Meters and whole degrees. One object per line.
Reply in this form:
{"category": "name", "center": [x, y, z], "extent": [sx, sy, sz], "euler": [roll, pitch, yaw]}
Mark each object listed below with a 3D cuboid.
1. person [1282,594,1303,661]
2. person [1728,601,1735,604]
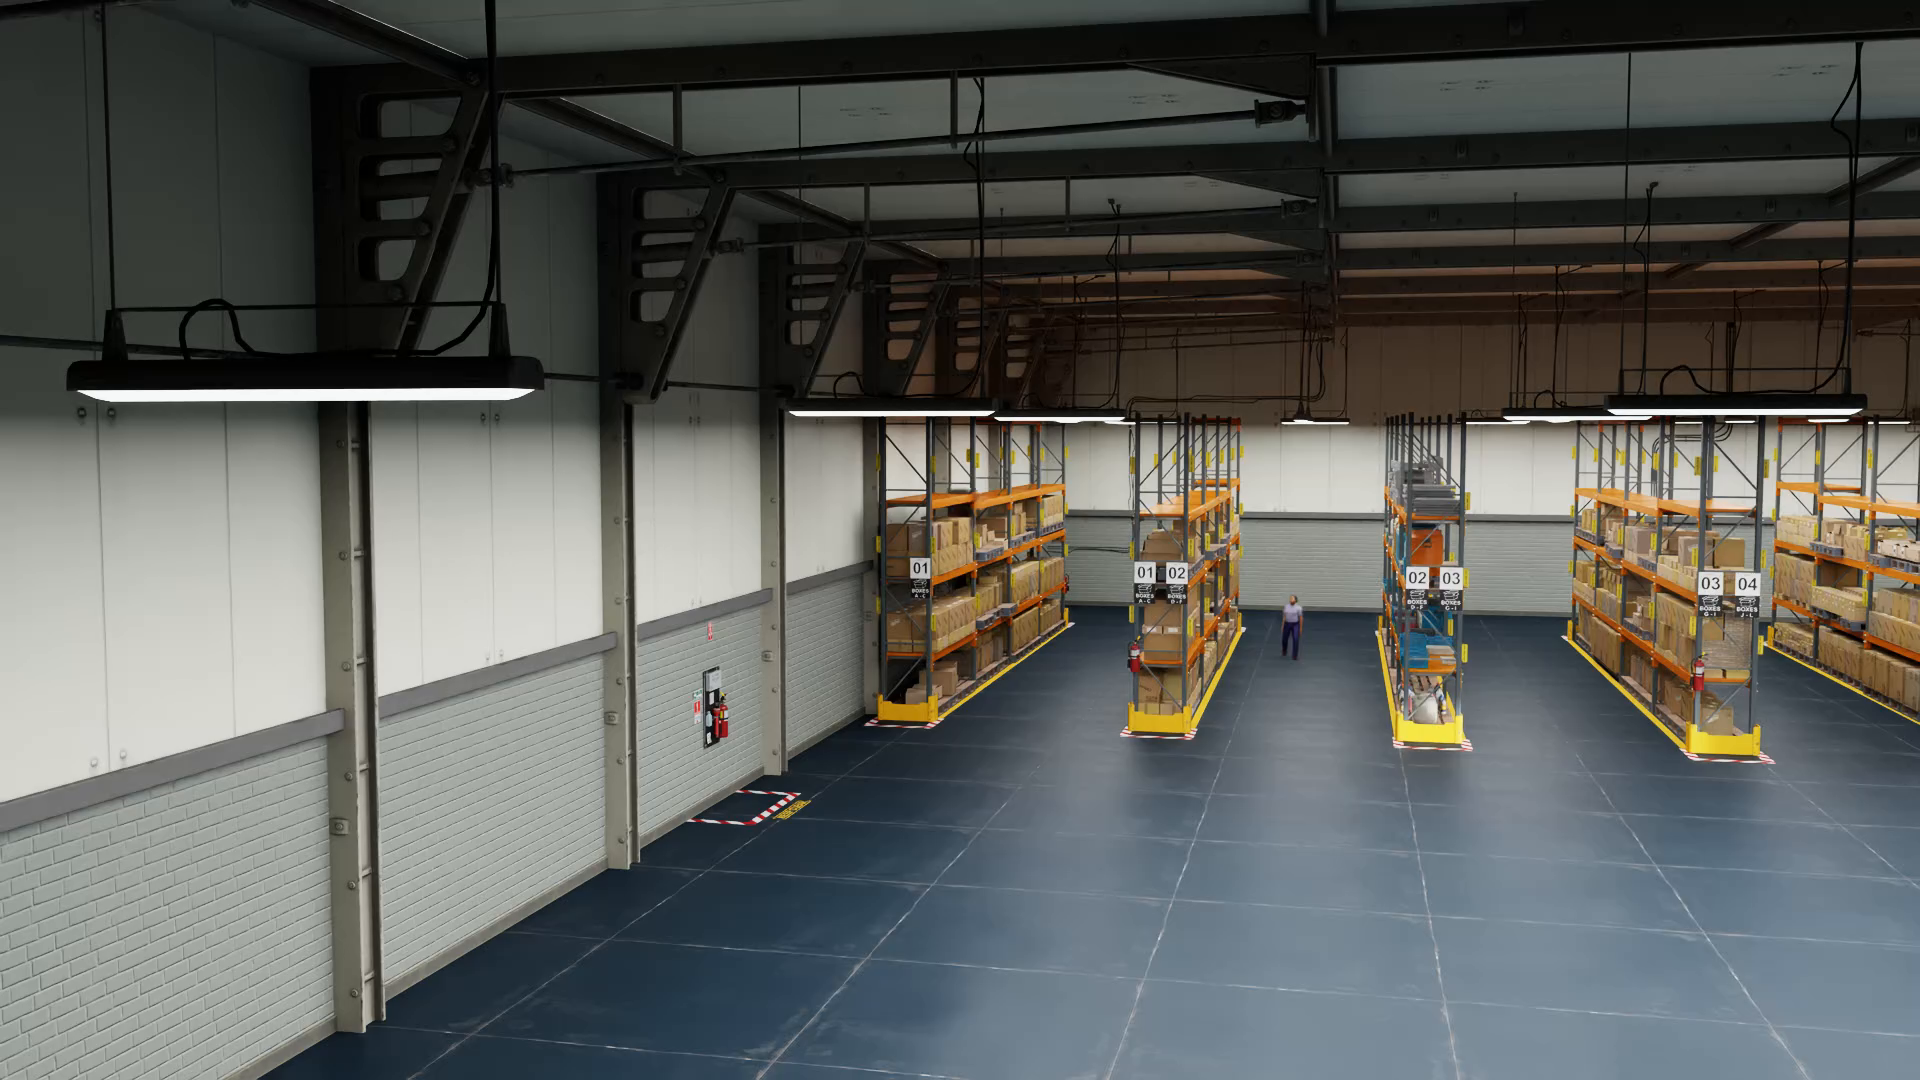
{"category": "person", "center": [8.184, 2.136, 40.926], "extent": [0.510, 1.613, 0.665], "euler": [1, 4, 10]}
{"category": "person", "center": [20.008, 1.918, 43.323], "extent": [0.607, 1.739, 1.026], "euler": [2, 4, 24]}
